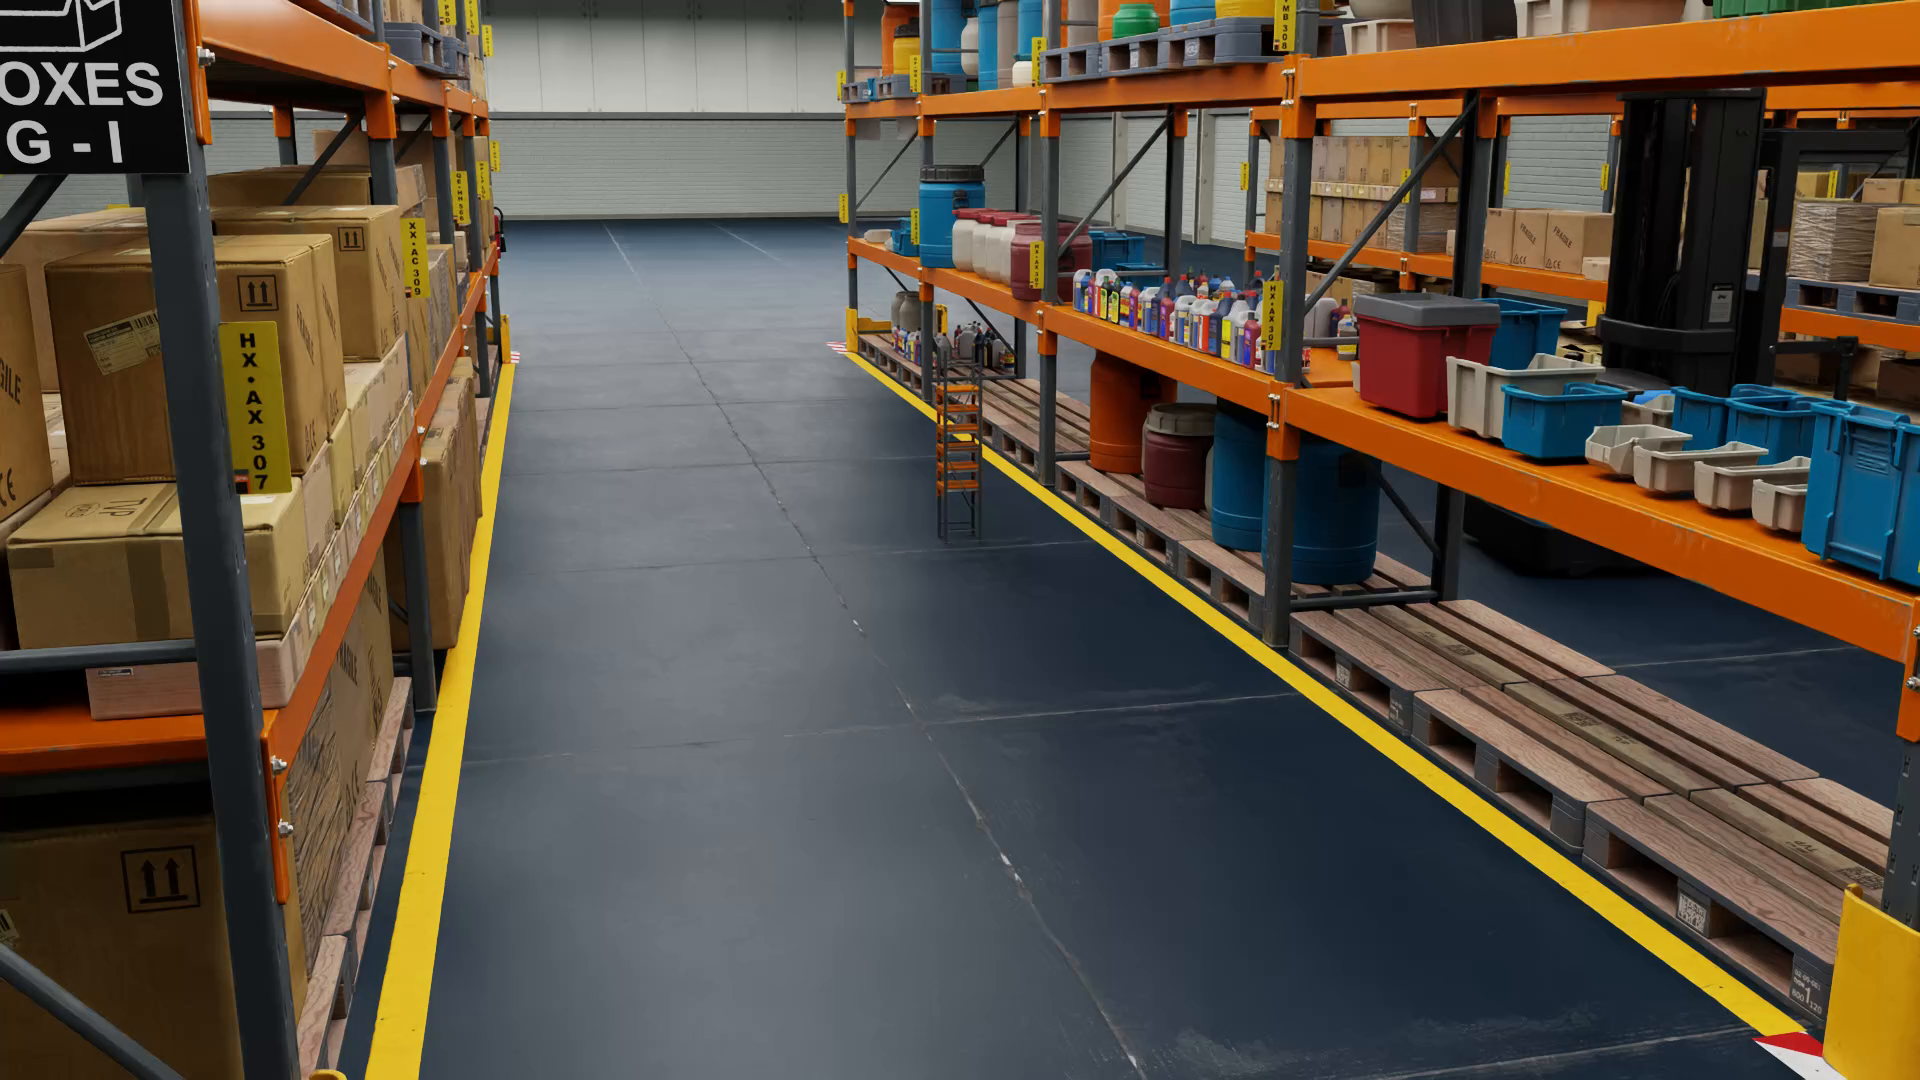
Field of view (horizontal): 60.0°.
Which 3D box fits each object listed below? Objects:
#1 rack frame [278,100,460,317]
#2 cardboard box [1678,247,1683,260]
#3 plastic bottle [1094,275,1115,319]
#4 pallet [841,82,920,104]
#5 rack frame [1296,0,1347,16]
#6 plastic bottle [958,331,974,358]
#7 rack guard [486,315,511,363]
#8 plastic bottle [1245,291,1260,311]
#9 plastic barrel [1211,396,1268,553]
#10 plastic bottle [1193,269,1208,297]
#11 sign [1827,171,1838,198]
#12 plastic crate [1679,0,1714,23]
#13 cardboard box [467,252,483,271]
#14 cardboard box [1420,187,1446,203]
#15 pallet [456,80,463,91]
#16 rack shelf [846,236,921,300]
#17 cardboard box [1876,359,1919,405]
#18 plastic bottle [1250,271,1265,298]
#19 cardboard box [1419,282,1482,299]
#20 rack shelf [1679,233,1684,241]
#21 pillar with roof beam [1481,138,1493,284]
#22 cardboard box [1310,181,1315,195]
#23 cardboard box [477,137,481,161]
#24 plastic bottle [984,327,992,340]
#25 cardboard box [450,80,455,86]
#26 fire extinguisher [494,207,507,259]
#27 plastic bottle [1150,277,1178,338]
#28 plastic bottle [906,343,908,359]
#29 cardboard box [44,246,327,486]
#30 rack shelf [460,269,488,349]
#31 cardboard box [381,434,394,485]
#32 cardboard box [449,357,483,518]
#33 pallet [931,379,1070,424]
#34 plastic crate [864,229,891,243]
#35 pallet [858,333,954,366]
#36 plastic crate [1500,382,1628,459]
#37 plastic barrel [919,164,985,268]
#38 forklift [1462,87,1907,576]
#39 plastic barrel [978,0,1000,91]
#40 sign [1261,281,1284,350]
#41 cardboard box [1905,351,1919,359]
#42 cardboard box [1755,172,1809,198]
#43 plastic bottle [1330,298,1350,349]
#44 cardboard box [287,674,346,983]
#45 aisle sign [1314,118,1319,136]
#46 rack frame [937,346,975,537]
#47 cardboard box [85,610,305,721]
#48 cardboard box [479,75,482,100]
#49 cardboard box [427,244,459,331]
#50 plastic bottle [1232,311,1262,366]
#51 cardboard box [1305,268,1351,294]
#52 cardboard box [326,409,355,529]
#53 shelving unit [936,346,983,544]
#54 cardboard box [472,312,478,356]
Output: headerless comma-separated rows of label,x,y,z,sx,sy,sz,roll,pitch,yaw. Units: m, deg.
rack frame,-3.743,-1.603,10.670,1.000,3.000,0.127,-3,14,-13
cardboard box,5.845,-2.198,13.290,0.500,0.311,0.500,-2,14,-10
plastic bottle,0.968,-1.595,10.895,0.152,0.276,0.135,-3,14,-13
pallet,-0.708,-4.894,18.217,1.003,0.211,1.213,-3,14,-13
rack frame,2.011,-3.871,7.311,1.000,3.000,0.127,-3,14,-13
plastic bottle,0.064,-2.030,17.227,0.152,0.276,0.135,-3,14,-13
rack guard,-5.604,-2.217,18.449,1.175,0.500,0.348,-3,14,-13
plastic bottle,1.574,-1.177,9.029,0.144,0.351,0.185,-3,14,-13
plastic barrel,1.734,-0.431,9.408,0.600,0.901,0.708,-3,14,-13
plastic bottle,1.636,-1.700,11.311,0.061,0.283,0.133,-3,14,-13
sign,9.237,-3.743,17.603,0.100,0.325,0.005,-3,14,-13
plastic crate,2.730,-1.962,6.067,0.437,0.282,0.530,-3,14,-13
cardboard box,-4.440,-2.470,14.748,0.380,0.149,0.250,-3,14,-13
cardboard box,4.676,-3.492,16.822,0.380,0.149,0.250,-3,14,-13
pallet,-4.394,-3.505,12.527,1.213,0.211,1.003,-3,14,-13
rack shelf,-0.337,-2.914,17.551,1.077,0.370,4.000,-3,14,-13
cardboard box,6.597,-1.067,11.235,0.500,0.250,0.500,-4,14,-14
plastic bottle,1.847,-1.483,10.282,0.144,0.351,0.185,-3,14,-13
cardboard box,5.143,-2.434,17.400,0.500,0.500,0.500,-3,14,-13
rack shelf,9.293,-3.466,19.811,1.077,0.370,4.000,-3,14,-13
pillar with roof beam,4.234,-8.222,25.122,9.100,9.000,0.400,-3,14,-13
cardboard box,4.135,-4.023,18.997,0.380,0.149,0.250,-4,14,-15
cardboard box,-4.660,-3.438,15.236,0.500,0.500,0.500,-3,14,-13
plastic bottle,0.302,-1.982,16.874,0.144,0.351,0.185,-4,14,-16
cardboard box,-3.726,-3.229,11.318,0.500,0.250,0.500,-3,14,-12
fire extinguisher,-5.200,-3.463,18.446,0.296,0.674,0.183,-3,14,-13
plastic bottle,1.219,-1.381,9.862,0.144,0.351,0.185,-3,14,-13
plastic bottle,-0.509,-1.971,17.145,0.097,0.201,0.097,0,14,0
cardboard box,-1.832,-0.435,3.996,0.500,0.500,0.500,-4,14,-15
rack shelf,-4.212,-1.715,12.644,1.077,0.370,4.000,-3,14,-13
cardboard box,-2.171,-0.269,5.738,0.380,0.149,0.250,-3,14,-12
cardboard box,-3.601,-0.615,10.216,1.225,0.875,0.875,-4,14,-16
pallet,0.355,-1.269,15.175,1.003,0.211,1.213,-3,14,-13
plastic crate,-0.910,-3.373,18.467,0.298,0.136,0.250,-3,14,-13
pallet,-0.558,-2.168,18.855,1.003,0.211,1.213,-3,14,-13
plastic crate,2.219,-0.441,6.139,0.416,0.233,0.300,-3,14,-13
plastic barrel,-0.071,-2.940,15.083,0.600,0.901,0.708,-3,14,-13
forklift,4.688,-1.362,9.827,3.031,2.935,1.130,-2,14,-9
plastic barrel,0.463,-4.398,14.731,0.600,0.901,0.708,-3,14,-13
sign,1.476,-1.061,7.866,0.100,0.325,0.005,-3,14,-13
cardboard box,10.122,-2.069,16.914,0.700,0.500,0.500,-4,14,-14
cardboard box,9.228,-3.862,18.609,0.500,0.500,0.500,-3,14,-14
plastic bottle,2.131,-1.213,9.319,0.061,0.283,0.133,-3,14,-13
cardboard box,-2.306,0.717,4.763,0.875,0.875,0.875,-3,14,-13
aisle sign,4.279,-5.295,20.301,0.394,0.787,0.004,-3,14,-13
rack frame,-0.025,-0.607,10.385,0.240,1.200,0.006,-3,14,-13
cardboard box,-1.626,0.264,3.556,0.380,0.149,0.250,-3,14,-13
cardboard box,-5.029,-4.502,16.532,0.500,0.250,0.500,-3,14,-12
cardboard box,-3.386,-1.552,10.248,0.500,0.500,0.500,-3,14,-11
plastic bottle,1.519,-1.054,8.681,0.152,0.276,0.135,-3,14,-13
cardboard box,4.168,-2.867,19.170,0.500,0.500,0.500,-3,14,-13
cardboard box,-1.957,-0.191,4.578,0.500,0.250,0.500,-4,14,-15
shelving unit,-0.003,-0.586,10.298,0.258,1.200,0.189,-3,14,-13
cardboard box,-5.317,-2.158,17.320,0.500,0.500,0.500,0,14,2
